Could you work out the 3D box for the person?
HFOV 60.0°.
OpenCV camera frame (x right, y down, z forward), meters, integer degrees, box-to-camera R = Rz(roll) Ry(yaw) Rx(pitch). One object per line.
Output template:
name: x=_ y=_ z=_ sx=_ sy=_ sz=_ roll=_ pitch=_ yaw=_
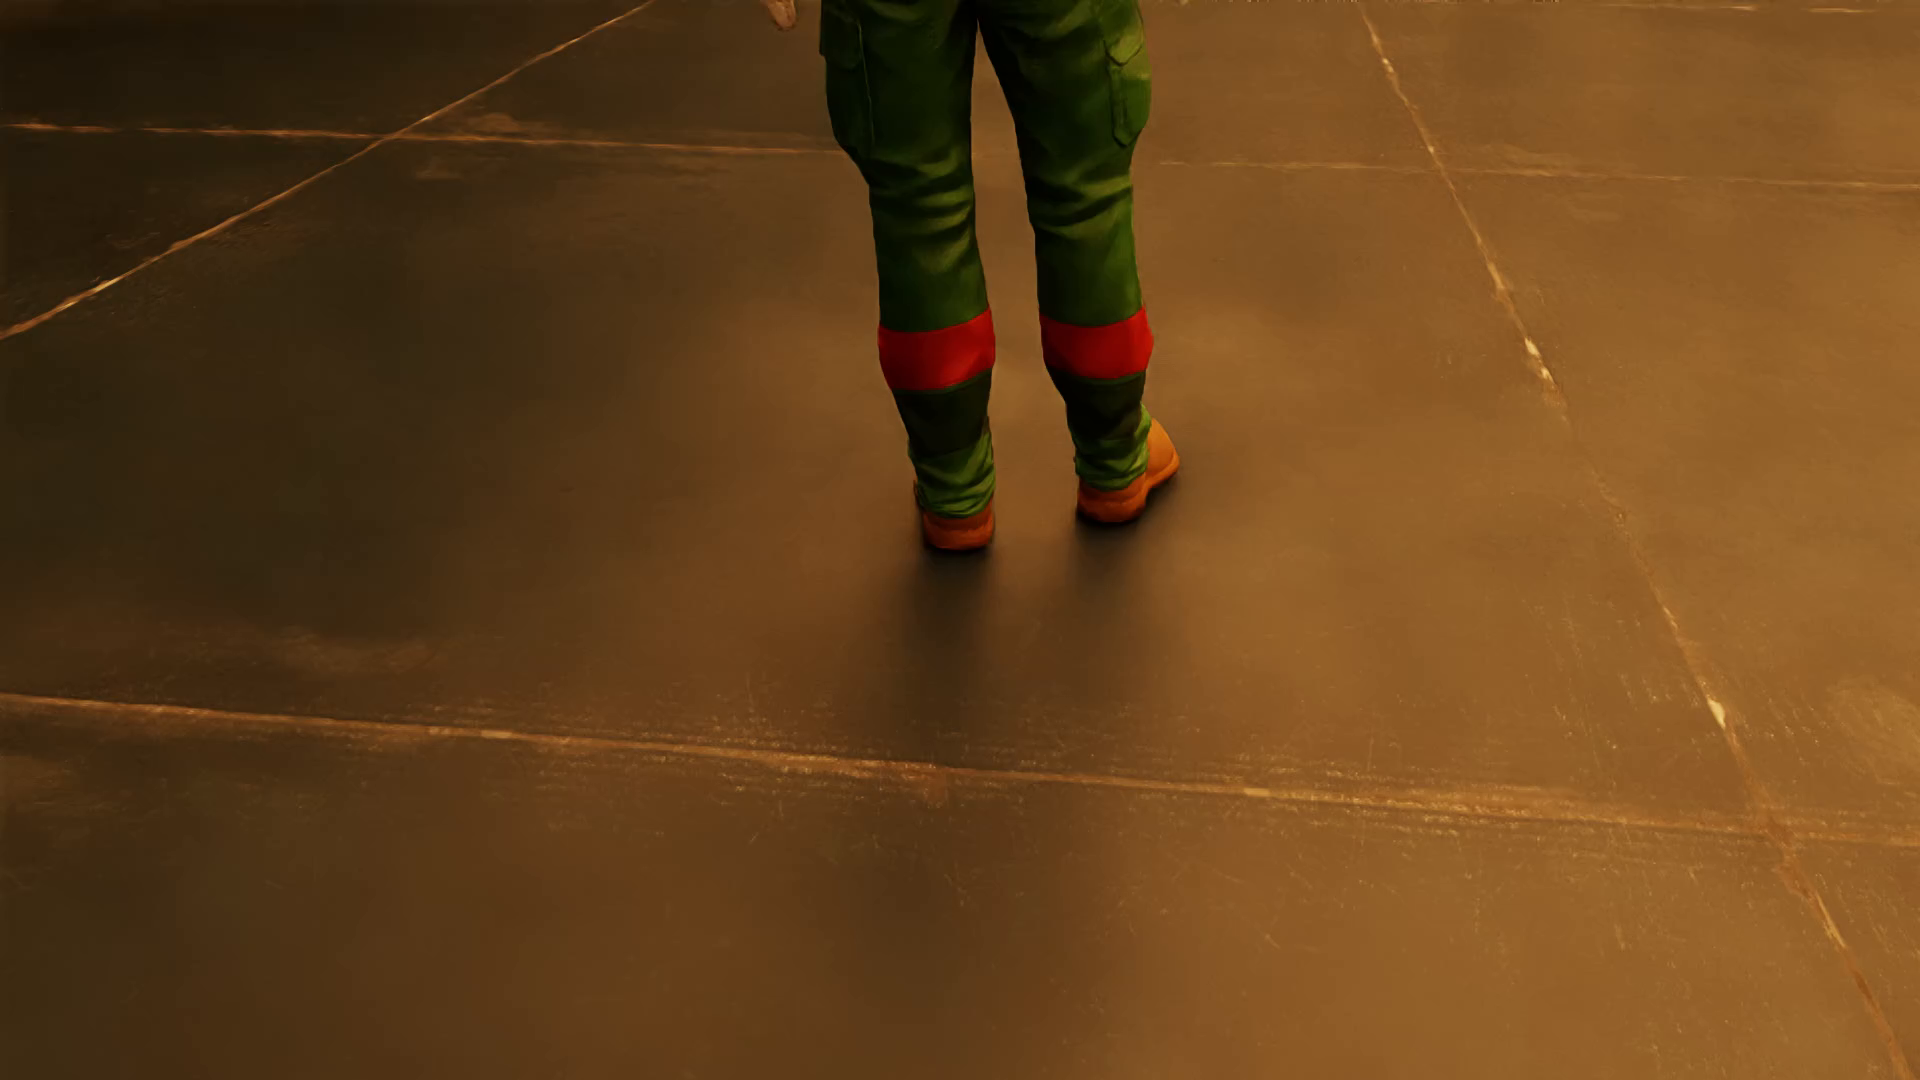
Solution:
person: x=0.022 y=-0.842 z=2.168 sx=0.637 sy=1.787 sz=0.563 roll=3 pitch=27 yaw=7
